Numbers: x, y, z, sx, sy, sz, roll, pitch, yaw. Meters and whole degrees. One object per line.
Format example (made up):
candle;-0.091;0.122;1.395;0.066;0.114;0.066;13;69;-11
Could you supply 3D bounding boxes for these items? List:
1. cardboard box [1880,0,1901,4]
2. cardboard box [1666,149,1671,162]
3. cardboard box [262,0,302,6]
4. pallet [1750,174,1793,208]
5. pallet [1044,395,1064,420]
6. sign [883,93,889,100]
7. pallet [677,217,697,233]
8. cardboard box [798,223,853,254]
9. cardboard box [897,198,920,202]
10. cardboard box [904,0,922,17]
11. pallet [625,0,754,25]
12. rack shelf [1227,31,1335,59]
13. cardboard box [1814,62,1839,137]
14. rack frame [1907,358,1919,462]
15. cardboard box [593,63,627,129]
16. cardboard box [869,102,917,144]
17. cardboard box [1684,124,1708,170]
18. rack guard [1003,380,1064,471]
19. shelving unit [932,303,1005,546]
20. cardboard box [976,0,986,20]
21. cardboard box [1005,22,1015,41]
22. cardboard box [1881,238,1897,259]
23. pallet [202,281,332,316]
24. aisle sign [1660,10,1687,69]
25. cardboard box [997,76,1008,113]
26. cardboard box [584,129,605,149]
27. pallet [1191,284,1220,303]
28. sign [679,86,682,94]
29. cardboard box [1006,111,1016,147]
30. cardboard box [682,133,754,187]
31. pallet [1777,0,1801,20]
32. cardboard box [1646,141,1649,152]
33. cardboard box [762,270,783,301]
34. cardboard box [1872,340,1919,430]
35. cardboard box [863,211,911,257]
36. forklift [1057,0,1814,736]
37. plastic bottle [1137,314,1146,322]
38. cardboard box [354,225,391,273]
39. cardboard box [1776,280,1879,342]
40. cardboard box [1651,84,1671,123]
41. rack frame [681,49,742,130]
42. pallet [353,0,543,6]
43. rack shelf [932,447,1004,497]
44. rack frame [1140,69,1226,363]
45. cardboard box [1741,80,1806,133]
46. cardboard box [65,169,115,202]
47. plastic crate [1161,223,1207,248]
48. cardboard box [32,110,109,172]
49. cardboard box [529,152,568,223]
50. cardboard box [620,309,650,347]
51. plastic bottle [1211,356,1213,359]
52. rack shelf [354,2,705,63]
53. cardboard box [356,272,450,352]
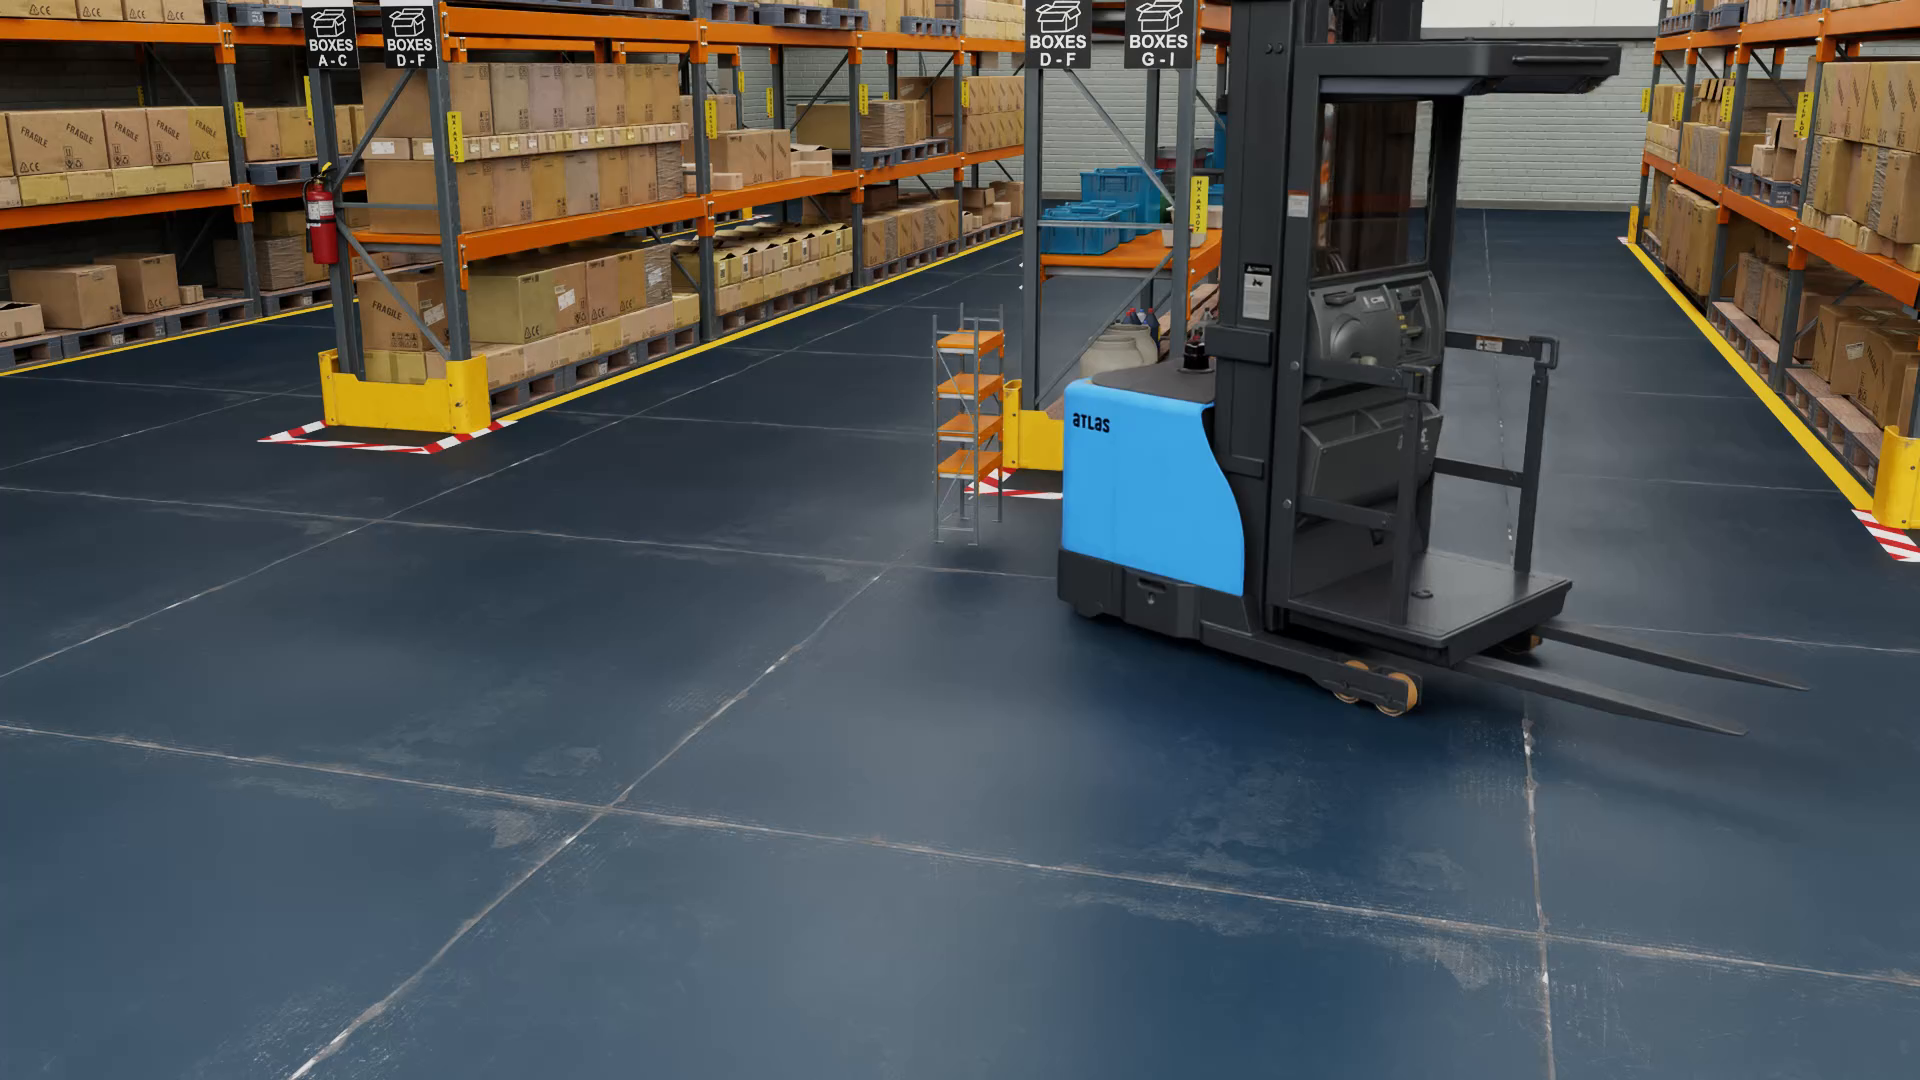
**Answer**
cardboard box;5.948;-3.405;10.116;0.500;0.250;0.500;4;16;15
cardboard box;8.953;-4.751;20.541;0.380;0.149;0.250;4;16;15
cardboard box;-7.079;-5.591;16.942;0.500;0.311;0.500;5;17;18
pallet;7.374;-2.972;14.162;1.003;0.211;1.213;5;16;16
pallet;1.088;-0.771;11.159;1.003;0.211;1.213;5;16;16
sign;-0.985;-5.857;22.397;0.100;0.325;0.005;5;16;16
pallet;-4.577;-4.956;25.914;1.003;0.211;1.213;5;16;16
cardboard box;-1.512;-3.347;18.375;0.500;0.311;0.500;5;17;17
cardboard box;-0.833;-4.302;22.275;0.500;0.500;0.500;4;16;13
cardboard box;-0.844;-6.840;20.813;0.600;0.600;0.600;4;16;15
pallet;-2.498;-4.891;15.429;0.805;0.209;1.217;4;16;14
rack shelf;3.717;-5.590;18.860;1.077;0.370;4.000;5;16;16
cardboard box;6.389;-3.113;11.747;0.500;0.500;0.500;5;16;16
rack frame;5.624;-1.492;8.594;1.000;3.000;0.127;5;16;16
cardboard box;-3.141;-3.600;13.465;0.700;0.500;0.500;5;16;16
cardboard box;-0.905;-5.184;20.657;0.700;0.500;0.500;1;16;2
cardboard box;8.522;-4.447;18.829;0.500;0.500;0.500;5;16;16
rack guard;0.852;-0.697;10.372;1.175;0.500;0.348;5;16;16
shelving unit;0.047;-0.621;8.818;0.258;1.200;0.503;5;16;16
cardboard box;0.054;-7.251;22.759;0.500;0.250;0.500;5;16;16
cardboard box;0.499;-7.402;24.206;0.500;0.250;0.500;5;16;16
cardboard box;5.847;-1.790;10.105;0.380;0.149;0.250;5;16;16
pallet;-7.266;-2.553;17.445;1.003;0.211;1.213;5;16;16
aisle sign;9.904;-6.971;23.145;0.394;0.787;0.004;5;16;16
cardboard box;0.380;-6.436;24.008;0.500;0.500;0.500;5;17;18
cardboard box;-3.043;-3.179;13.167;0.380;0.149;0.250;5;17;18
pallet;2.892;-2.428;17.003;1.003;0.211;1.213;5;16;16
sign;-4.607;-7.330;27.443;0.100;0.325;0.005;5;16;16
cardboard box;0.517;-6.091;24.624;0.500;0.500;0.500;5;17;16
cardboard box;-2.352;-3.694;16.171;0.500;0.500;0.500;6;17;20
pallet;7.330;-4.316;13.397;1.213;0.211;1.003;5;16;16
cardboard box;9.682;-5.423;22.912;0.380;0.149;0.250;4;16;15
cardboard box;-2.093;-2.543;16.567;0.500;0.250;0.500;4;16;14
cardboard box;6.151;-0.975;10.582;0.500;0.500;0.500;6;17;21
cardboard box;-0.905;-3.729;20.253;0.500;0.500;0.500;4;16;15
forklift;1.842;-0.888;6.589;1.130;2.935;3.031;-15;22;-43
plastic bottle;1.436;-1.688;13.469;0.152;0.276;0.135;5;17;18
cardboard box;-6.876;-3.296;18.729;0.700;0.500;0.500;5;16;16
cardboard box;7.110;-1.830;13.559;0.700;0.500;0.500;5;16;16
cardboard box;9.634;-5.875;22.399;0.500;0.500;0.500;4;16;15
rack frame;-4.076;-6.831;27.414;1.000;3.000;0.127;5;16;16
pallet;-3.647;-3.845;11.553;1.003;0.211;1.213;5;16;16
rack shelf;0.047;-0.365;8.891;0.258;0.148;0.480;5;16;16
rack frame;2.012;-2.923;13.637;1.000;3.000;0.127;5;16;16
cardboard box;8.121;-4.306;16.492;0.797;0.503;0.637;5;17;18
cardboard box;-7.750;-3.087;14.454;0.500;0.250;0.500;5;17;16
plastic crate;1.438;-1.959;10.721;0.298;0.136;0.250;5;16;16
cardboard box;-7.761;-3.444;14.337;0.500;0.500;0.500;5;17;18
cardboard box;-3.436;-2.698;12.661;0.700;0.500;0.500;5;17;16
cardboard box;-2.938;-1.787;13.902;0.500;0.250;0.500;5;16;16
plastic bottle;1.815;-1.341;12.256;0.097;0.271;0.097;0;16;0
rack shelf;-3.304;-3.882;12.839;1.077;0.370;4.000;5;16;16
cardboard box;-4.005;-1.665;12.097;0.500;0.500;0.500;5;16;16
